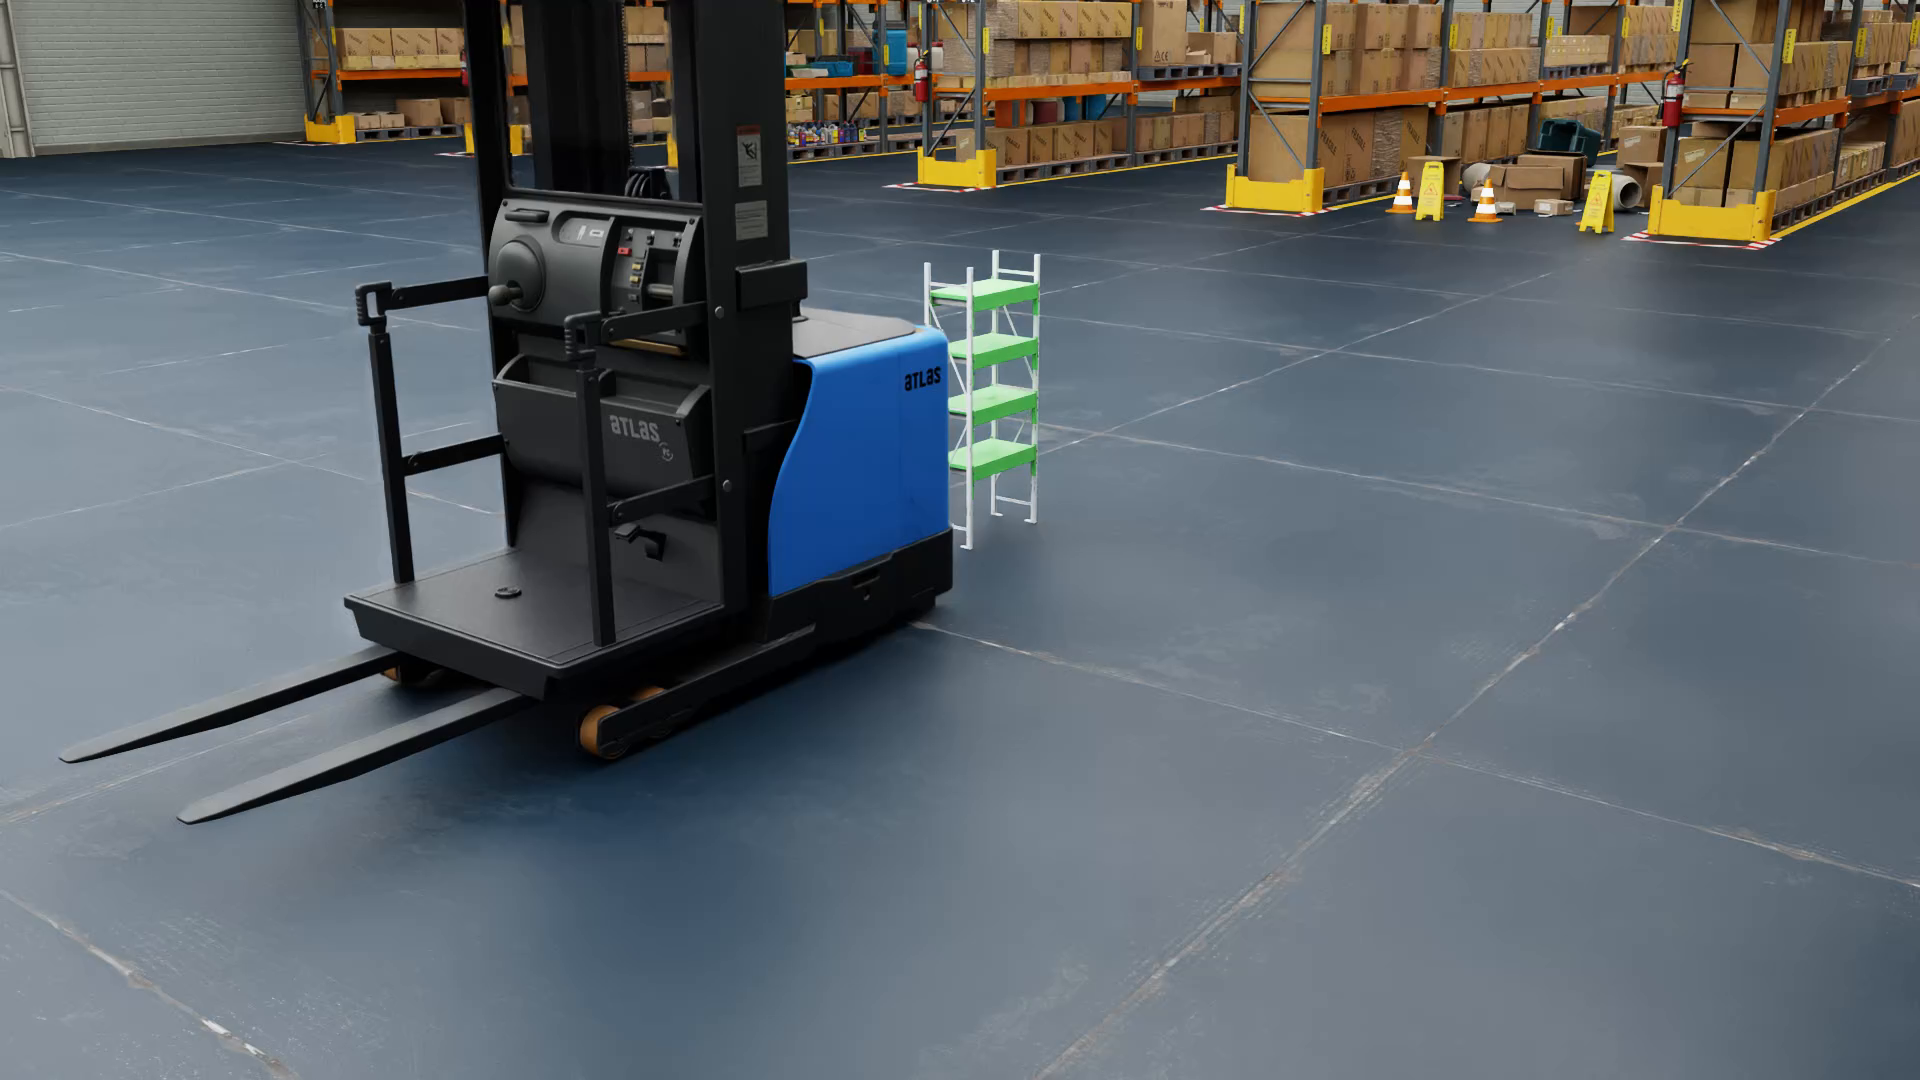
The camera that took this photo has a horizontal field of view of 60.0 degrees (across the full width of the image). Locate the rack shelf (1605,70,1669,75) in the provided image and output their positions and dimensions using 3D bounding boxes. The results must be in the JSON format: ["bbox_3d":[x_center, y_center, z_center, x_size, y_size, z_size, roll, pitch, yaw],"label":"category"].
[{"bbox_3d":[12.173,-8.566,30.655,0.919,0.124,3.809,12,21,35],"label":"rack shelf"}]

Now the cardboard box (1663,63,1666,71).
[{"bbox_3d":[13.082,-8.930,31.367,0.380,0.149,0.250,12,21,34],"label":"cardboard box"}]

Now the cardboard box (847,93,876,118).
[{"bbox_3d":[-2.168,-9.358,35.794,0.500,0.500,0.500,12,21,34],"label":"cardboard box"}]

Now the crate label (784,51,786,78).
[{"bbox_3d":[-3.190,-7.761,27.118,0.502,0.435,0.616,12,21,35],"label":"crate label"}]

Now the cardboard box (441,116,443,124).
[{"bbox_3d":[-10.612,-8.432,33.405,0.380,0.149,0.250,10,20,30],"label":"cardboard box"}]

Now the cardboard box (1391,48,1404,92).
[{"bbox_3d":[5.279,-6.174,21.814,0.875,0.550,0.550,12,21,35],"label":"cardboard box"}]

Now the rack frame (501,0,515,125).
[{"bbox_3d":[-8.046,-8.134,28.379,1.000,3.000,0.127,12,21,35],"label":"rack frame"}]

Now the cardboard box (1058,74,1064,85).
[{"bbox_3d":[1.283,-6.712,24.222,0.380,0.149,0.250,12,21,35],"label":"cardboard box"}]

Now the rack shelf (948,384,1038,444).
[{"bbox_3d":[0.099,-0.551,7.212,0.258,0.148,0.480,12,21,35],"label":"rack shelf"}]

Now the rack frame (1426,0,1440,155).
[{"bbox_3d":[6.212,-6.435,22.909,0.949,2.616,0.053,12,21,35],"label":"rack frame"}]

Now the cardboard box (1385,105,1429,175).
[{"bbox_3d":[5.784,-5.483,22.718,0.875,0.875,0.875,13,21,36],"label":"cardboard box"}]

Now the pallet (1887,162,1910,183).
[{"bbox_3d":[13.164,-5.380,24.212,1.003,0.211,1.213,12,21,35],"label":"pallet"}]

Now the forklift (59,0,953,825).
[{"bbox_3d":[-1.310,-0.892,5.174,1.130,2.935,3.031,12,21,35],"label":"forklift"}]

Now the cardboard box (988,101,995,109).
[{"bbox_3d":[0.772,-10.448,39.725,0.500,0.250,0.500,12,21,35],"label":"cardboard box"}]

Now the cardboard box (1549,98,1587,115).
[{"bbox_3d":[10.120,-7.235,27.725,0.500,0.250,0.500,11,21,32],"label":"cardboard box"}]

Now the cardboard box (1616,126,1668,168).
[{"bbox_3d":[8.803,-5.060,21.417,0.500,0.500,0.500,12,21,35],"label":"cardboard box"}]

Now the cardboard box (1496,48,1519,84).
[{"bbox_3d":[7.949,-7.043,24.697,0.500,0.500,0.500,12,21,34],"label":"cardboard box"}]

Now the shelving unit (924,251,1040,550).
[{"bbox_3d":[0.099,-0.612,7.193,0.258,1.200,0.503,12,21,35],"label":"shelving unit"}]

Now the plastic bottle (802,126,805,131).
[{"bbox_3d":[-2.671,-6.912,28.303,0.097,0.271,0.097,0,17,0],"label":"plastic bottle"}]

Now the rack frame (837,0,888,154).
[{"bbox_3d":[-1.686,-8.211,28.626,1.000,3.000,0.127,12,21,35],"label":"rack frame"}]

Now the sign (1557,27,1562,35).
[{"bbox_3d":[10.541,-8.848,29.218,0.100,0.325,0.005,12,21,35],"label":"sign"}]

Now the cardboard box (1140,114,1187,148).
[{"bbox_3d":[3.307,-6.738,27.356,0.700,0.500,0.500,10,20,30],"label":"cardboard box"}]

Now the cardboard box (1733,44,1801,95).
[{"bbox_3d":[8.372,-4.885,17.247,0.500,0.500,0.500,12,21,34],"label":"cardboard box"}]

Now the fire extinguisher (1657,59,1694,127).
[{"bbox_3d":[7.429,-4.649,17.286,0.296,0.674,0.183,12,21,35],"label":"fire extinguisher"}]

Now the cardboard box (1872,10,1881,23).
[{"bbox_3d":[11.379,-6.611,21.002,0.380,0.149,0.250,14,22,38],"label":"cardboard box"}]

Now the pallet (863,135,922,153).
[{"bbox_3d":[-1.250,-7.073,29.664,1.003,0.211,1.213,12,21,35],"label":"pallet"}]

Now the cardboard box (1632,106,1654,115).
[{"bbox_3d":[12.799,-8.061,31.240,0.380,0.149,0.250,11,21,33],"label":"cardboard box"}]

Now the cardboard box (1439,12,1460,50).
[{"bbox_3d":[6.506,-7.079,23.129,0.700,0.500,0.500,12,21,34],"label":"cardboard box"}]

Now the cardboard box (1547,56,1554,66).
[{"bbox_3d":[9.187,-7.603,26.384,0.380,0.149,0.250,14,22,37],"label":"cardboard box"}]

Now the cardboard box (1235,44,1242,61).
[{"bbox_3d":[4.770,-8.497,29.380,0.500,0.500,0.500,13,22,36],"label":"cardboard box"}]

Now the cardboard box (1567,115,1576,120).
[{"bbox_3d":[9.823,-6.761,27.465,0.500,0.500,0.500,12,21,33],"label":"cardboard box"}]

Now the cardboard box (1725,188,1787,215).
[{"bbox_3d":[8.570,-3.662,17.907,0.500,0.250,0.500,12,21,34],"label":"cardboard box"}]

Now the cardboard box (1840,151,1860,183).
[{"bbox_3d":[10.986,-4.827,21.453,0.950,0.372,0.625,14,22,38],"label":"cardboard box"}]

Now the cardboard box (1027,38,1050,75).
[{"bbox_3d":[0.792,-6.950,23.897,0.875,0.500,0.500,12,21,35],"label":"cardboard box"}]

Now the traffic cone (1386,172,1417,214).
[{"bbox_3d":[5.288,-4.146,19.815,0.336,0.463,0.334,12,21,35],"label":"traffic cone"}]

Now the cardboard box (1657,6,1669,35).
[{"bbox_3d":[12.687,-9.561,30.619,0.500,0.500,0.500,14,22,37],"label":"cardboard box"}]

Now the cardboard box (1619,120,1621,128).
[{"bbox_3d":[11.649,-7.492,29.908,0.380,0.149,0.250,12,21,34],"label":"cardboard box"}]

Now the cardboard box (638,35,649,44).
[{"bbox_3d":[-5.955,-9.220,30.615,0.380,0.149,0.250,12,21,33],"label":"cardboard box"}]

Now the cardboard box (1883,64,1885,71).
[{"bbox_3d":[11.768,-6.115,21.592,0.380,0.149,0.250,12,21,33],"label":"cardboard box"}]

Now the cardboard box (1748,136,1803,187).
[{"bbox_3d":[8.891,-4.151,18.218,0.500,0.500,0.500,11,21,33],"label":"cardboard box"}]

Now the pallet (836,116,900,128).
[{"bbox_3d":[-2.076,-9.168,36.412,1.003,0.211,1.213,12,21,35],"label":"pallet"}]

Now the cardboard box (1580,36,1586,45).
[{"bbox_3d":[10.122,-8.265,27.512,0.380,0.149,0.250,11,21,32],"label":"cardboard box"}]

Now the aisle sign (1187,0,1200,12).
[{"bbox_3d":[5.268,-12.380,37.668,0.394,0.787,0.004,12,21,35],"label":"aisle sign"}]

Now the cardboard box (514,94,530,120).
[{"bbox_3d":[-9.218,-9.156,35.143,0.700,0.500,0.500,13,22,37],"label":"cardboard box"}]

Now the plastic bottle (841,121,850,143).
[{"bbox_3d":[-1.953,-6.906,28.148,0.144,0.351,0.185,11,20,32],"label":"plastic bottle"}]

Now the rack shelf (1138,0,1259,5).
[{"bbox_3d":[3.483,-8.901,27.003,1.077,0.370,4.000,12,21,35],"label":"rack shelf"}]

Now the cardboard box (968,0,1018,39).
[{"bbox_3d":[0.455,-7.133,22.799,0.500,0.500,0.500,12,21,35],"label":"cardboard box"}]

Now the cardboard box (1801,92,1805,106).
[{"bbox_3d":[8.913,-4.787,18.025,0.380,0.149,0.250,13,22,36],"label":"cardboard box"}]

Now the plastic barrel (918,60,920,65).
[{"bbox_3d":[-0.775,-8.433,29.574,0.301,0.262,0.301,0,17,0],"label":"plastic barrel"}]

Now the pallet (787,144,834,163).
[{"bbox_3d":[-2.846,-6.435,27.608,1.003,0.211,1.213,12,21,35],"label":"pallet"}]

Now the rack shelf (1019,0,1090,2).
[{"bbox_3d":[1.889,-10.729,32.889,1.077,0.370,4.000,12,21,35],"label":"rack shelf"}]
